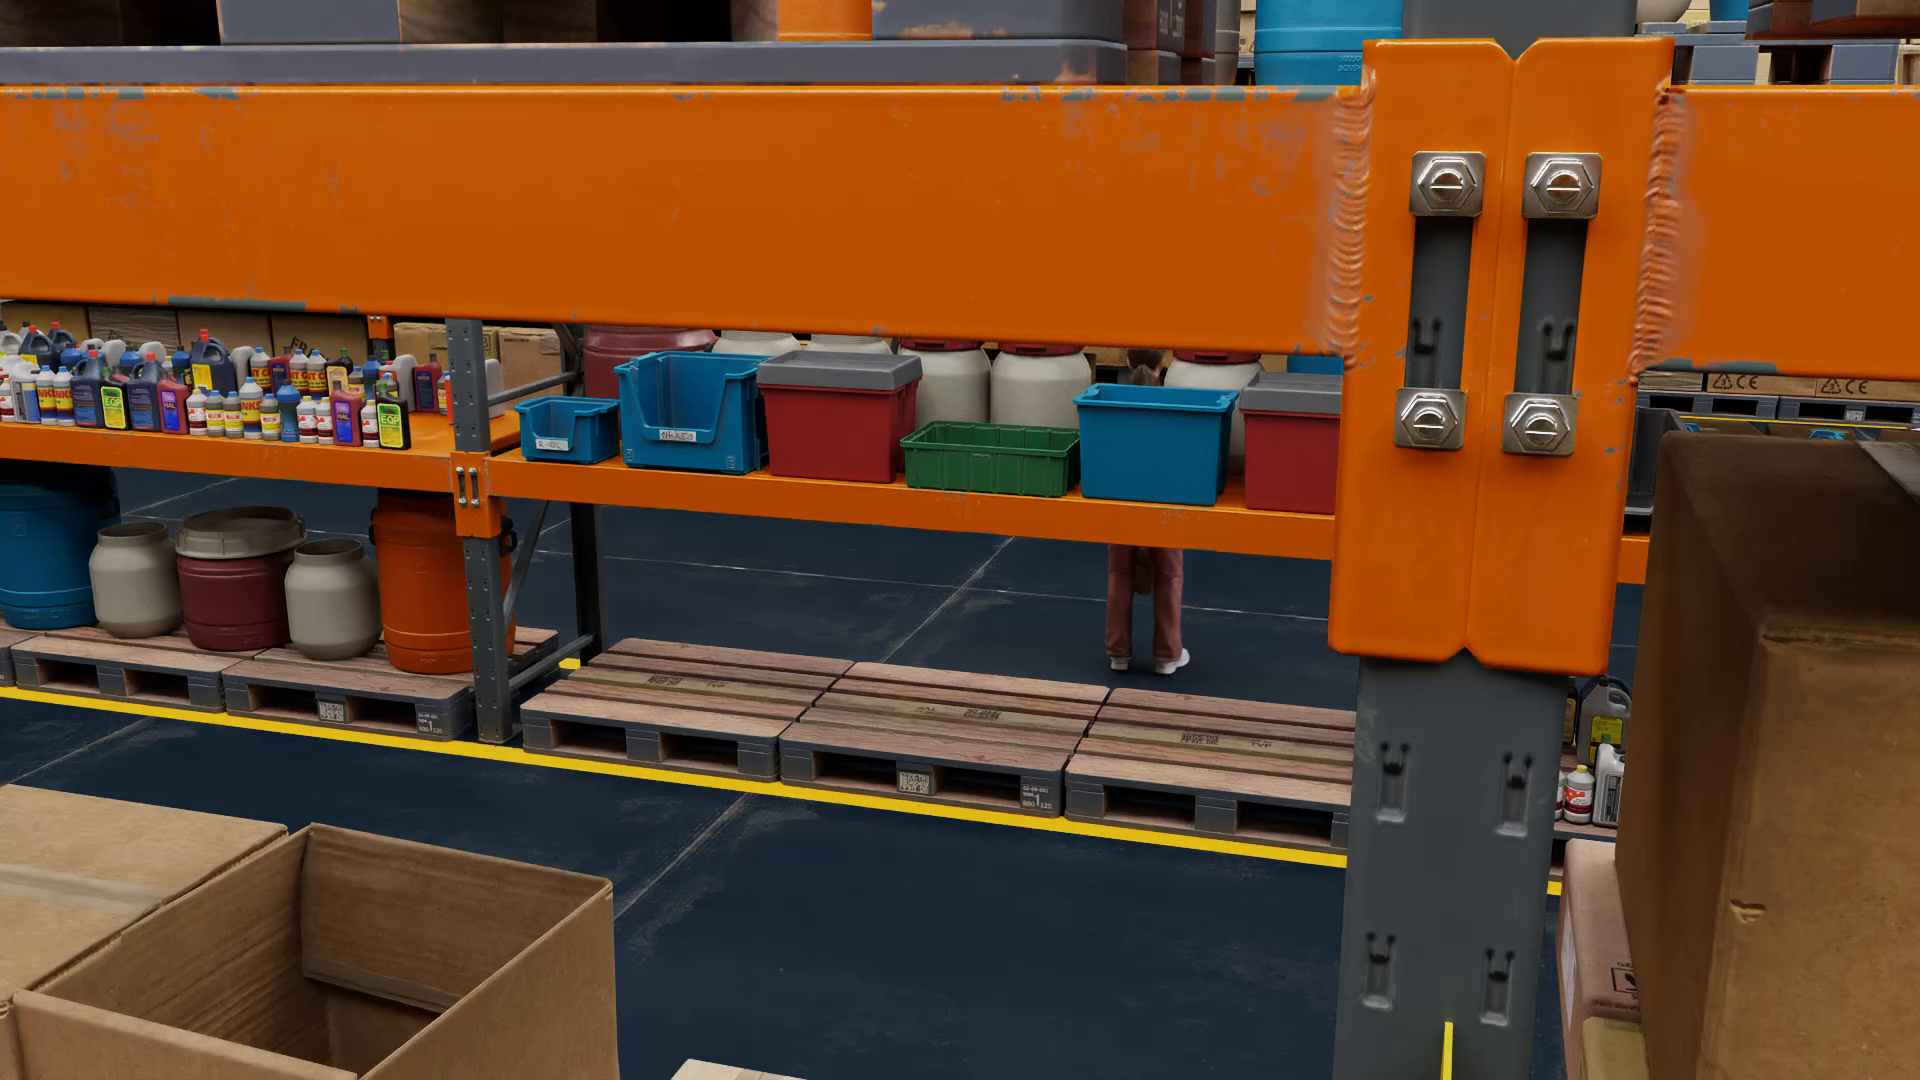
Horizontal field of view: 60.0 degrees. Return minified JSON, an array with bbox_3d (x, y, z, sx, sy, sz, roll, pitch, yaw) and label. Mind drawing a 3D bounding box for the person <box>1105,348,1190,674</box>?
[{"bbox_3d":[0.902,-0.175,8.164,0.483,1.675,0.361,4,16,14],"label":"person"}]
